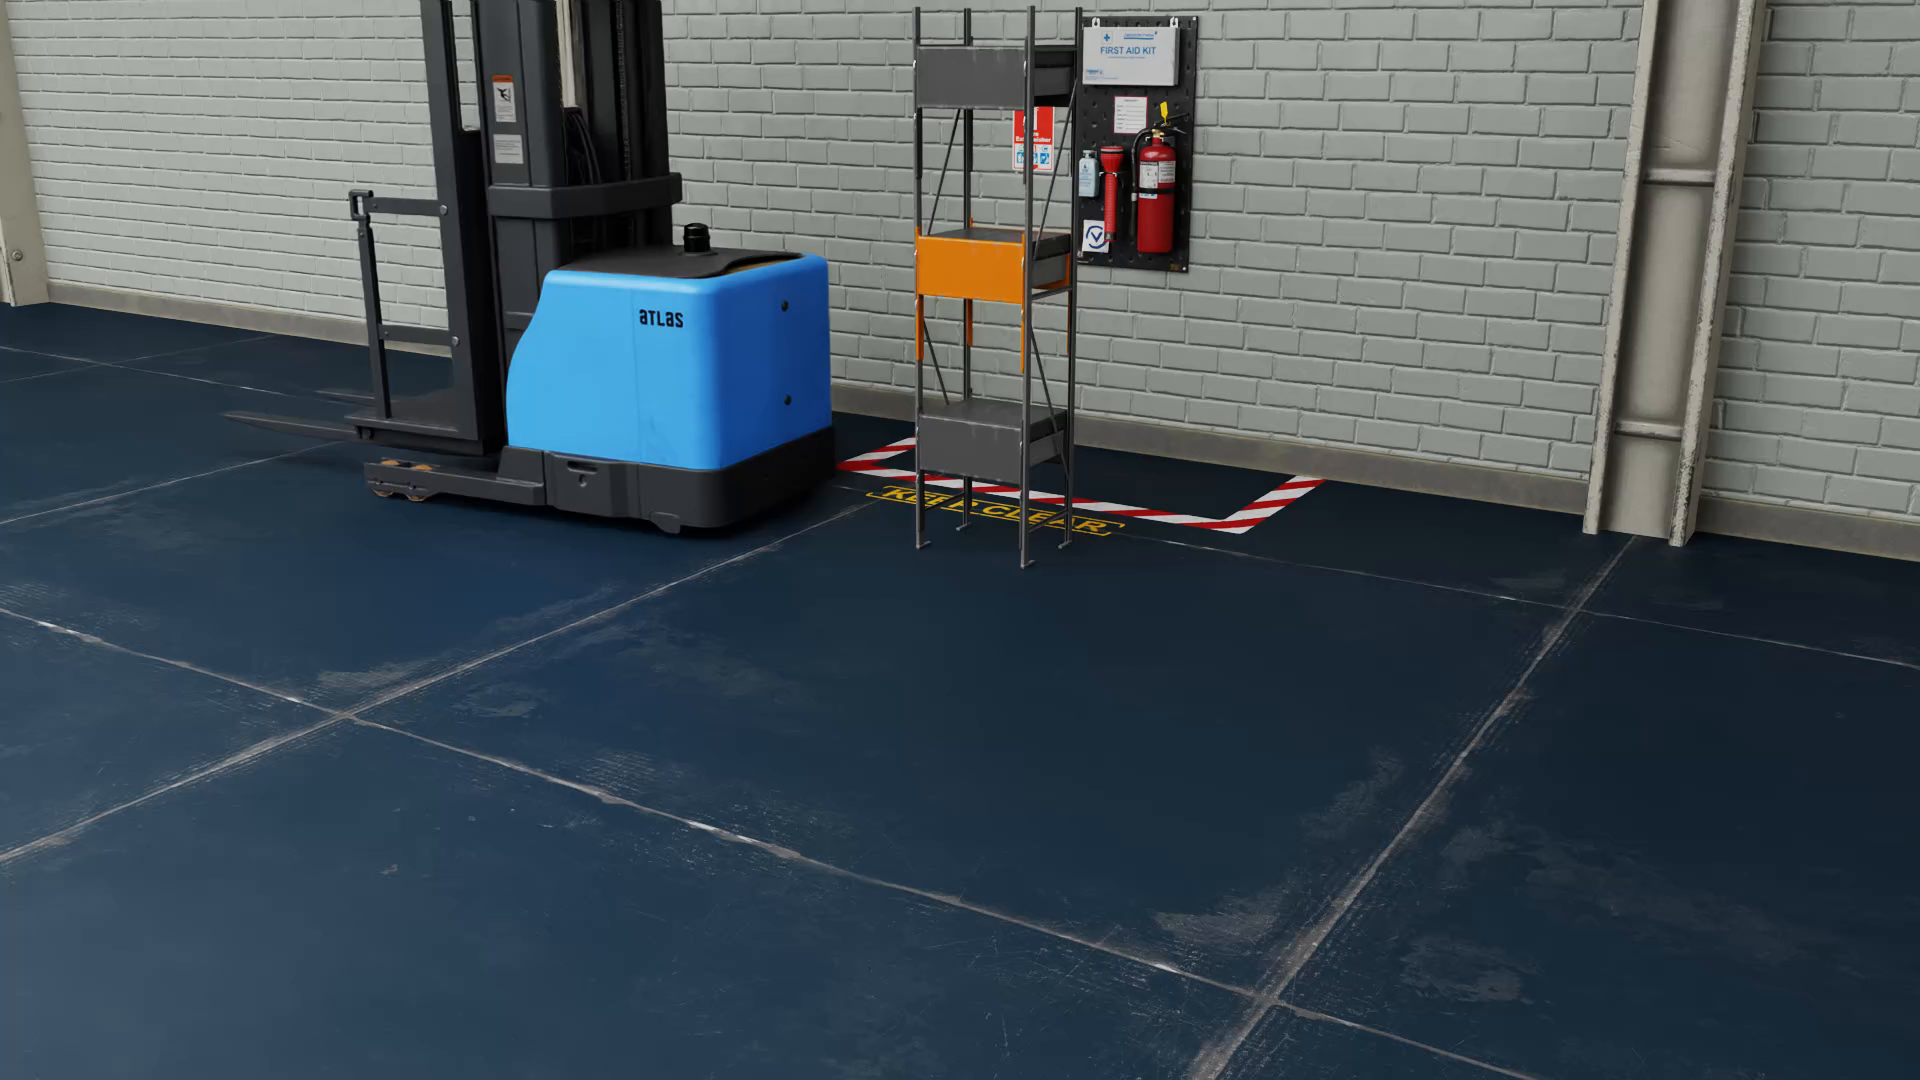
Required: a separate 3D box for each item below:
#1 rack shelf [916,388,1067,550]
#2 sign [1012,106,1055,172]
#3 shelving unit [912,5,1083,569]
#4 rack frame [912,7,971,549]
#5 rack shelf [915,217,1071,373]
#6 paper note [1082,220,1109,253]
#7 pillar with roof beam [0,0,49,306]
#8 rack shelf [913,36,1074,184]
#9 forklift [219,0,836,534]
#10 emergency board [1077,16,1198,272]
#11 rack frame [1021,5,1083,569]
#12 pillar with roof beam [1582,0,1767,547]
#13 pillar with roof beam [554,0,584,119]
[{"bbox_3d":[0.141,-0.297,6.701,0.480,0.518,0.431,10,20,30],"label":"rack shelf"},{"bbox_3d":[0.361,-1.987,8.200,0.234,0.329,0.001,10,20,30],"label":"sign"},{"bbox_3d":[0.141,-0.980,6.493,0.503,2.100,0.431,10,20,30],"label":"shelving unit"},{"bbox_3d":[-0.067,-1.017,6.615,0.015,2.100,0.400,10,20,30],"label":"rack frame"},{"bbox_3d":[0.141,-0.966,6.497,0.480,0.518,0.431,10,20,30],"label":"rack shelf"},{"bbox_3d":[0.663,-1.483,8.117,0.142,0.148,0.016,10,20,30],"label":"paper note"},{"bbox_3d":[-9.615,-5.105,8.203,0.400,9.000,9.100,10,20,30],"label":"pillar with roof beam"},{"bbox_3d":[0.141,-1.636,6.294,0.480,0.518,0.431,10,20,30],"label":"rack shelf"},{"bbox_3d":[-2.123,-1.700,7.436,3.031,2.935,1.130,8,19,25],"label":"forklift"},{"bbox_3d":[0.778,-1.860,7.845,0.643,1.169,0.194,10,20,30],"label":"emergency board"},{"bbox_3d":[0.349,-0.942,6.371,0.015,2.100,0.400,10,20,30],"label":"rack frame"},{"bbox_3d":[0.611,-3.279,2.194,0.400,9.000,9.100,10,20,30],"label":"pillar with roof beam"},{"bbox_3d":[-4.502,-4.192,5.198,0.400,9.000,9.100,10,20,30],"label":"pillar with roof beam"}]
